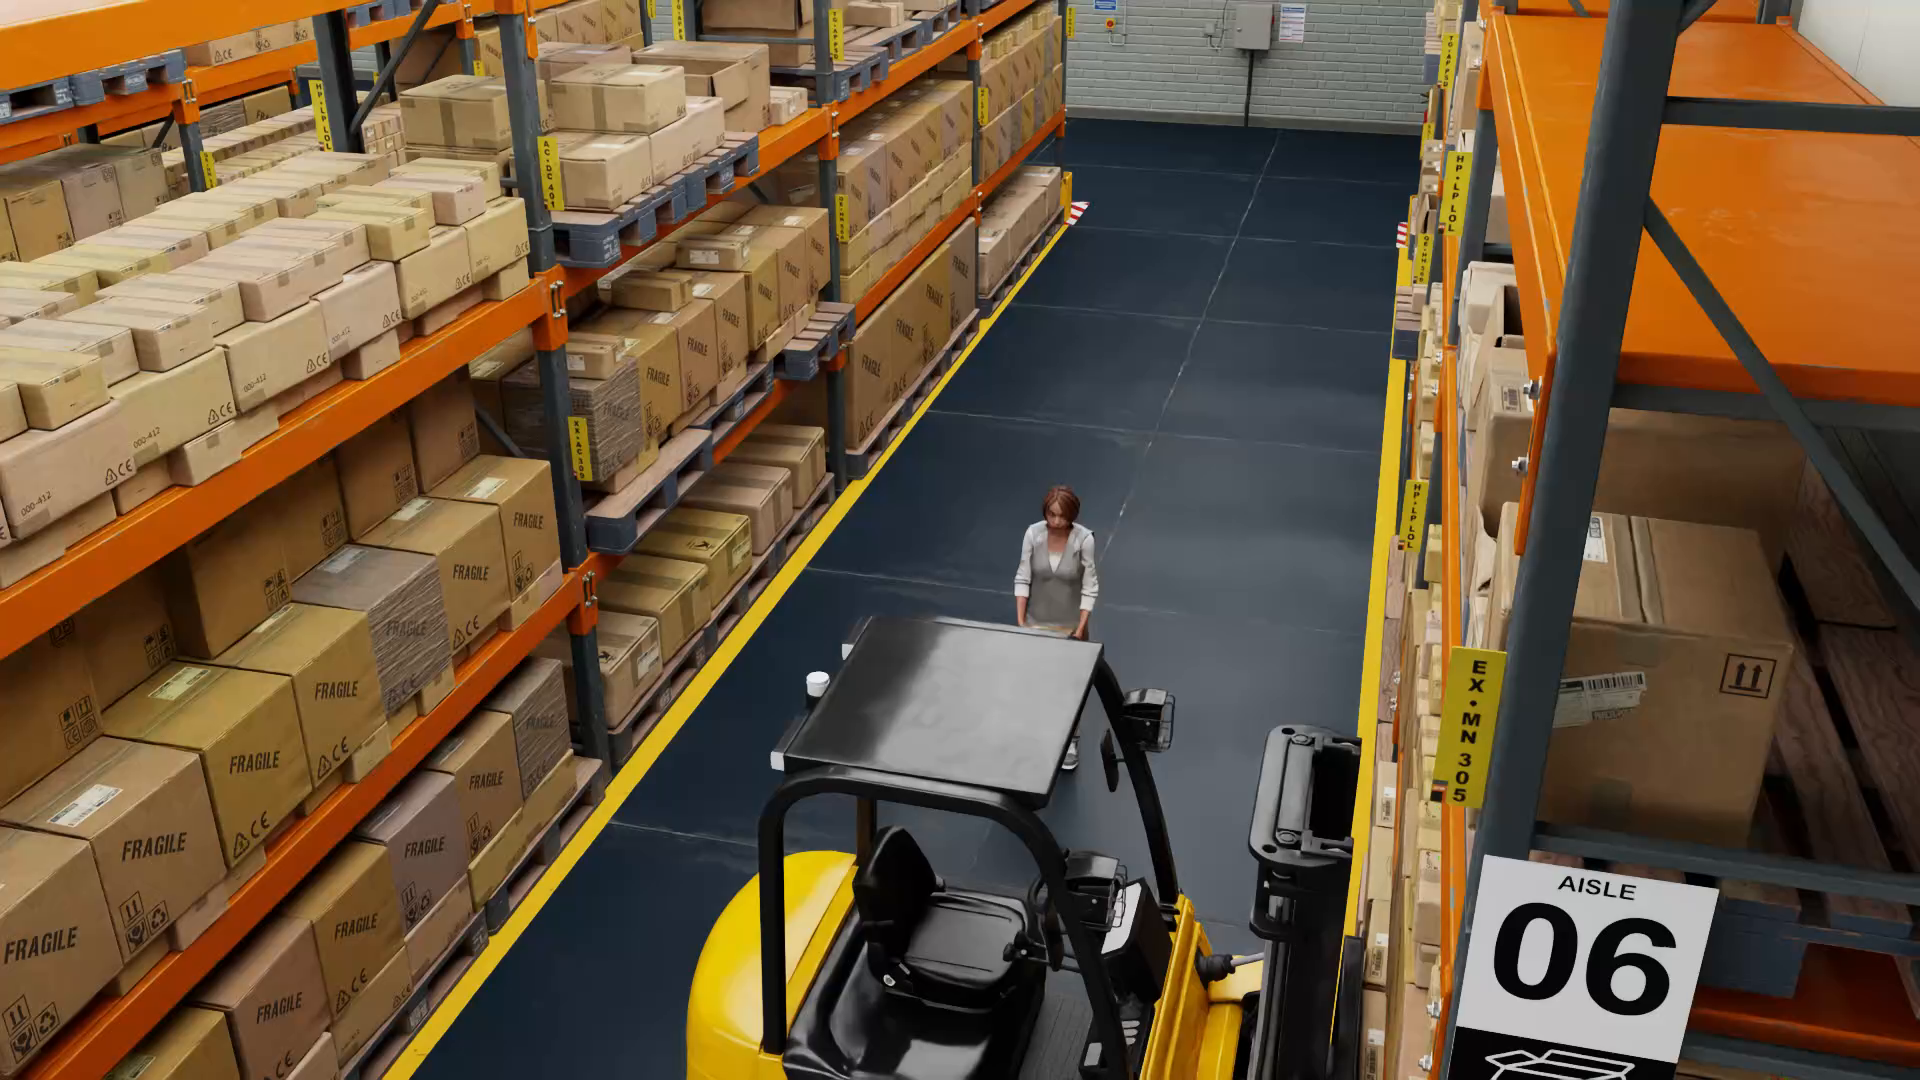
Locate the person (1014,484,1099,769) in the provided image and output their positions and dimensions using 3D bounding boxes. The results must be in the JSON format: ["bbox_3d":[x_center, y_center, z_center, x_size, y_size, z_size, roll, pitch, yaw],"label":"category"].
[{"bbox_3d":[0.496,0.459,8.733,0.444,1.602,0.384,6,26,12],"label":"person"}]
